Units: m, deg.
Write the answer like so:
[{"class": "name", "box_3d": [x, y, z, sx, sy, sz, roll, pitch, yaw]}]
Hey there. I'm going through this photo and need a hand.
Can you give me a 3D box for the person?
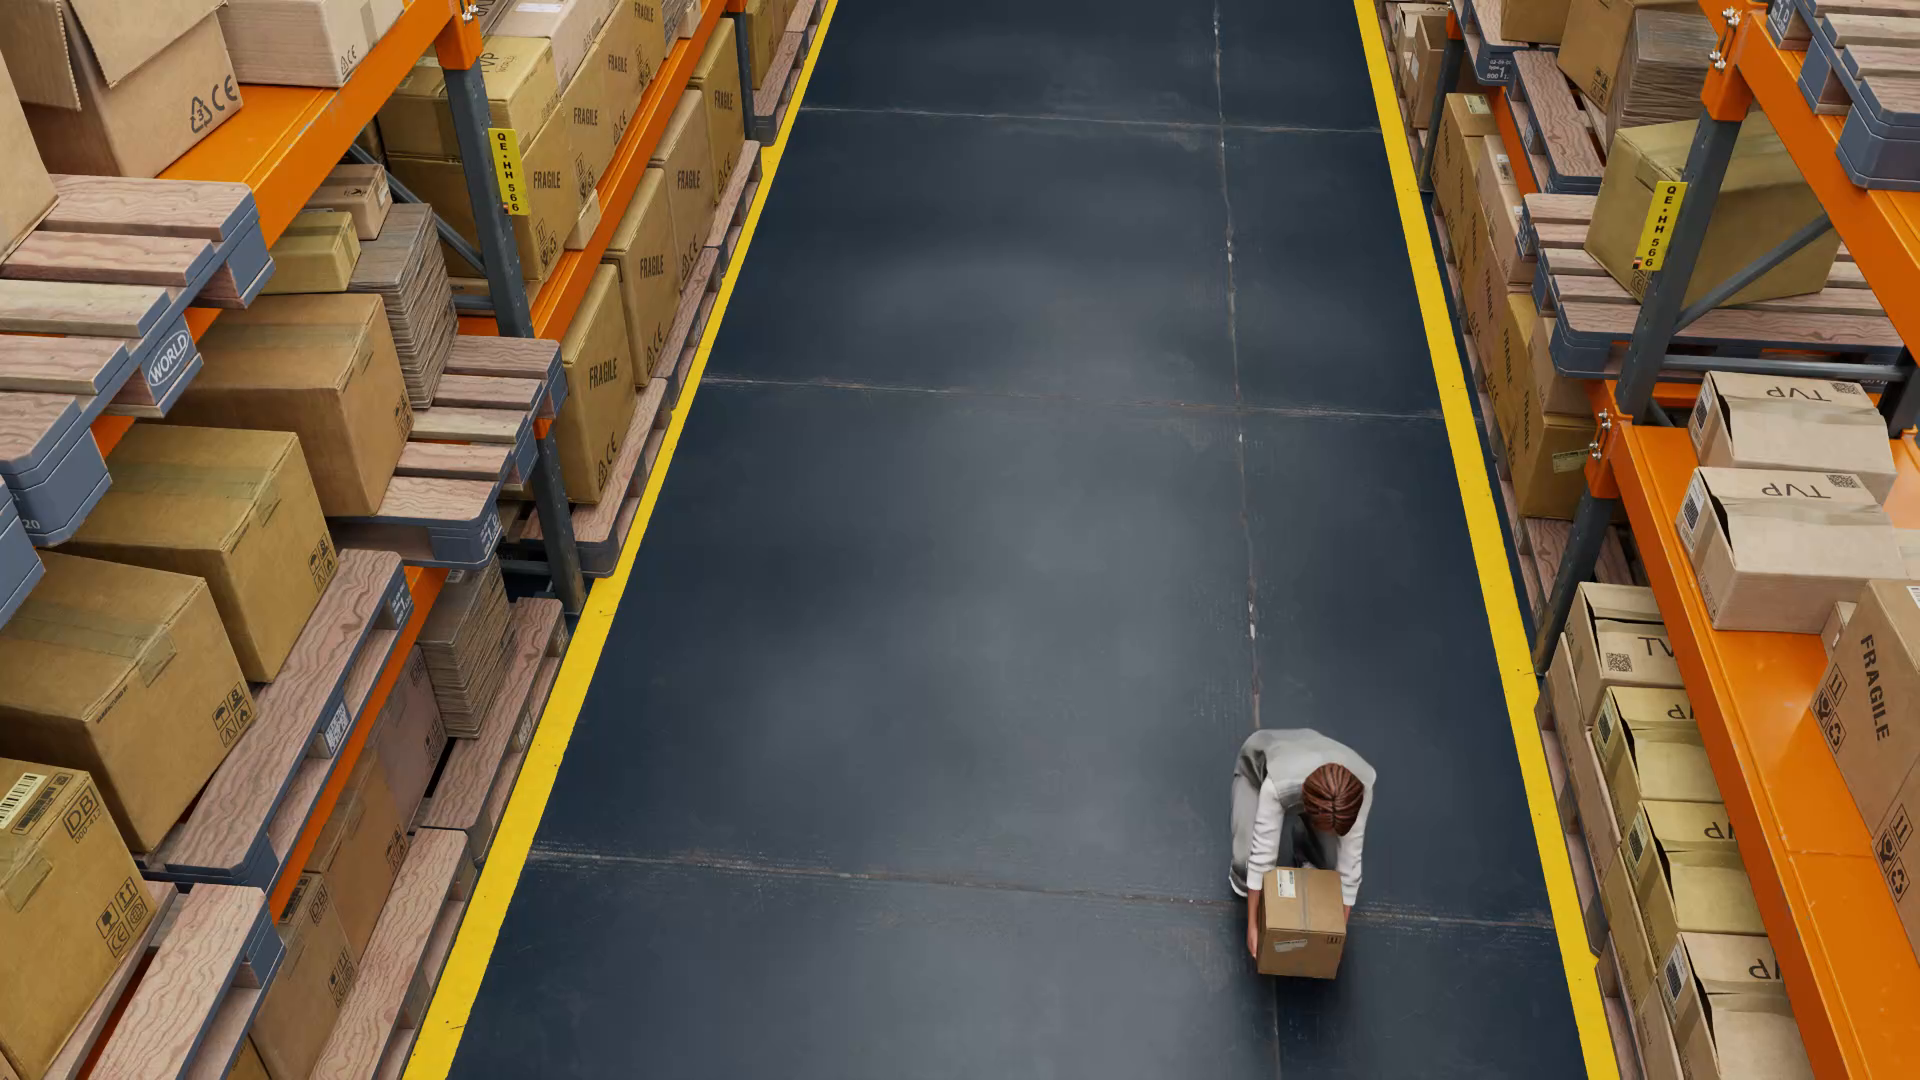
[{"class": "person", "box_3d": [1.137, 0.946, 5.607, 0.427, 0.897, 0.818, 3, 41, 3]}]
